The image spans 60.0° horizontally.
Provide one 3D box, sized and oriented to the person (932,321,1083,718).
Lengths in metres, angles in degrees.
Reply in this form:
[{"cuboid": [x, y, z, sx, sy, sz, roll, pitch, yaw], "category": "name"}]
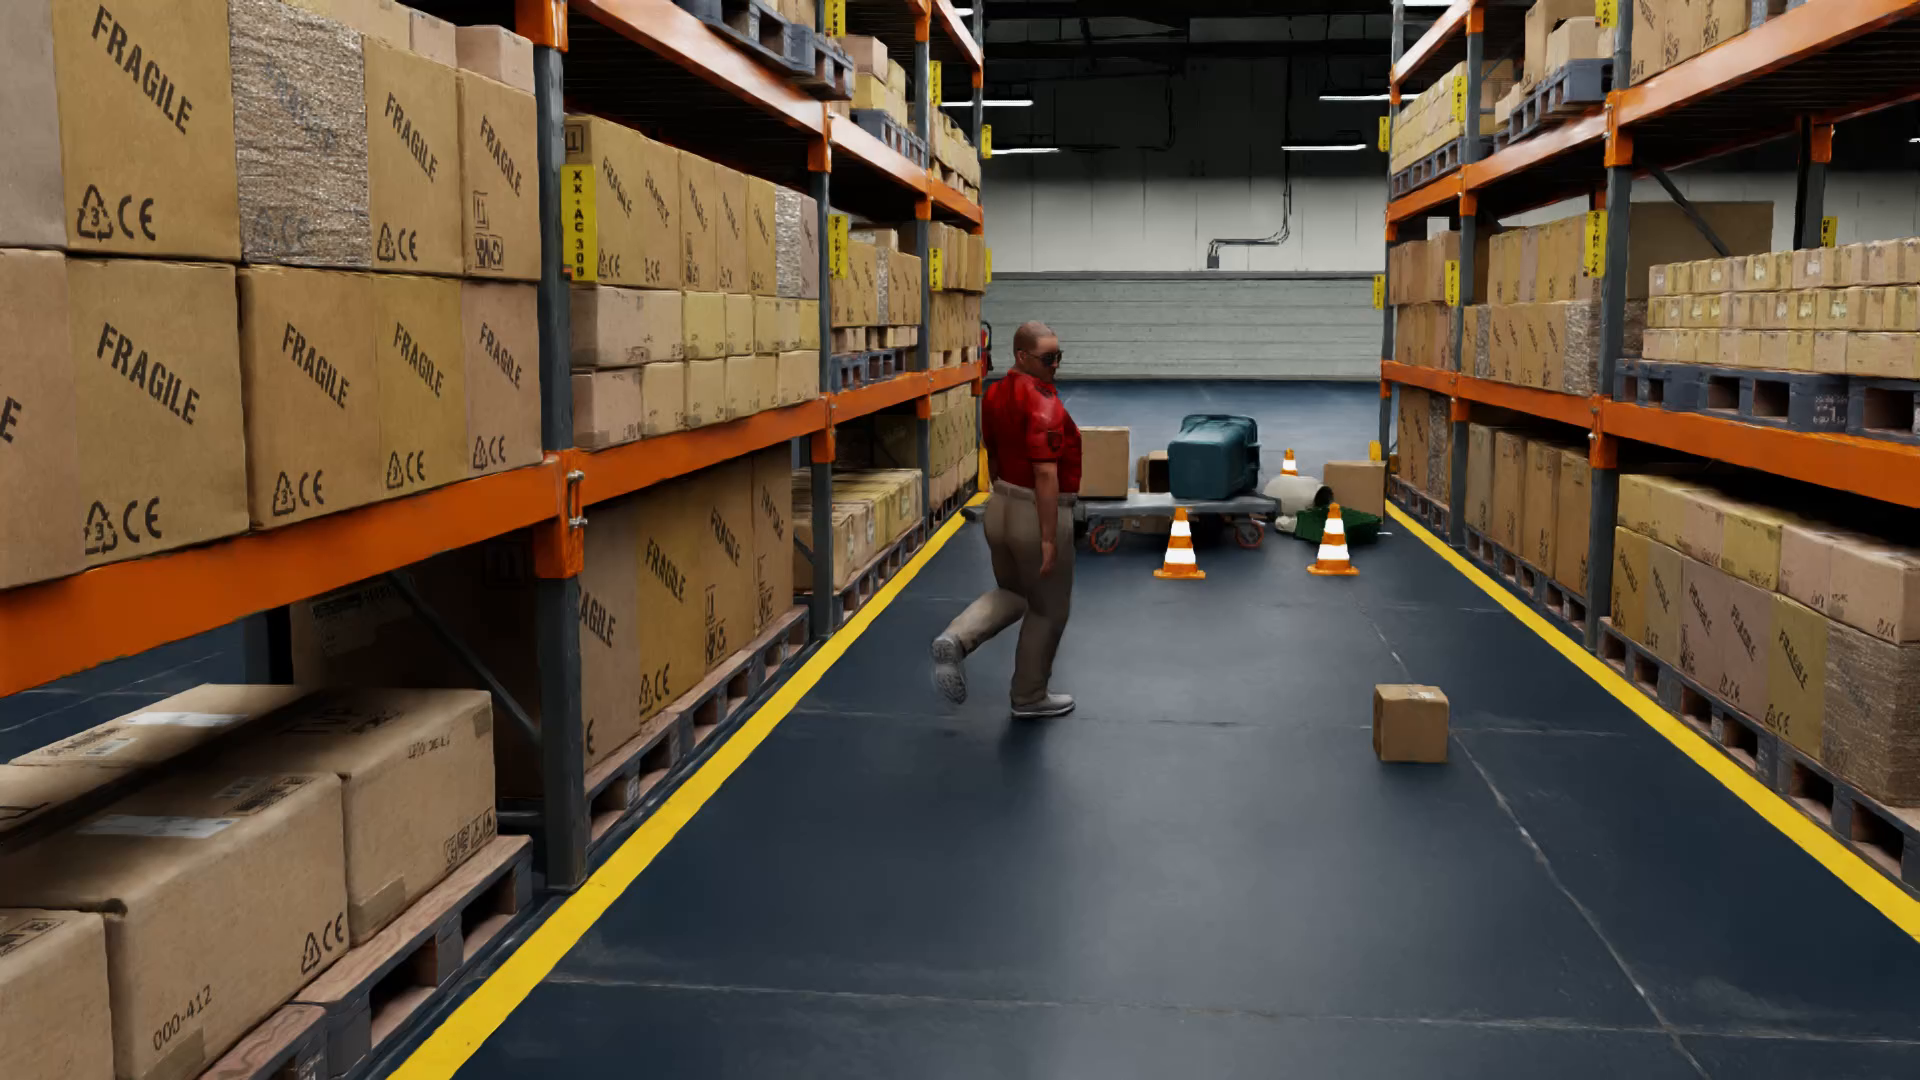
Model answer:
[{"cuboid": [0.267, -0.058, 6.894, 0.715, 1.688, 0.606, -5, 9, -34], "category": "person"}]
